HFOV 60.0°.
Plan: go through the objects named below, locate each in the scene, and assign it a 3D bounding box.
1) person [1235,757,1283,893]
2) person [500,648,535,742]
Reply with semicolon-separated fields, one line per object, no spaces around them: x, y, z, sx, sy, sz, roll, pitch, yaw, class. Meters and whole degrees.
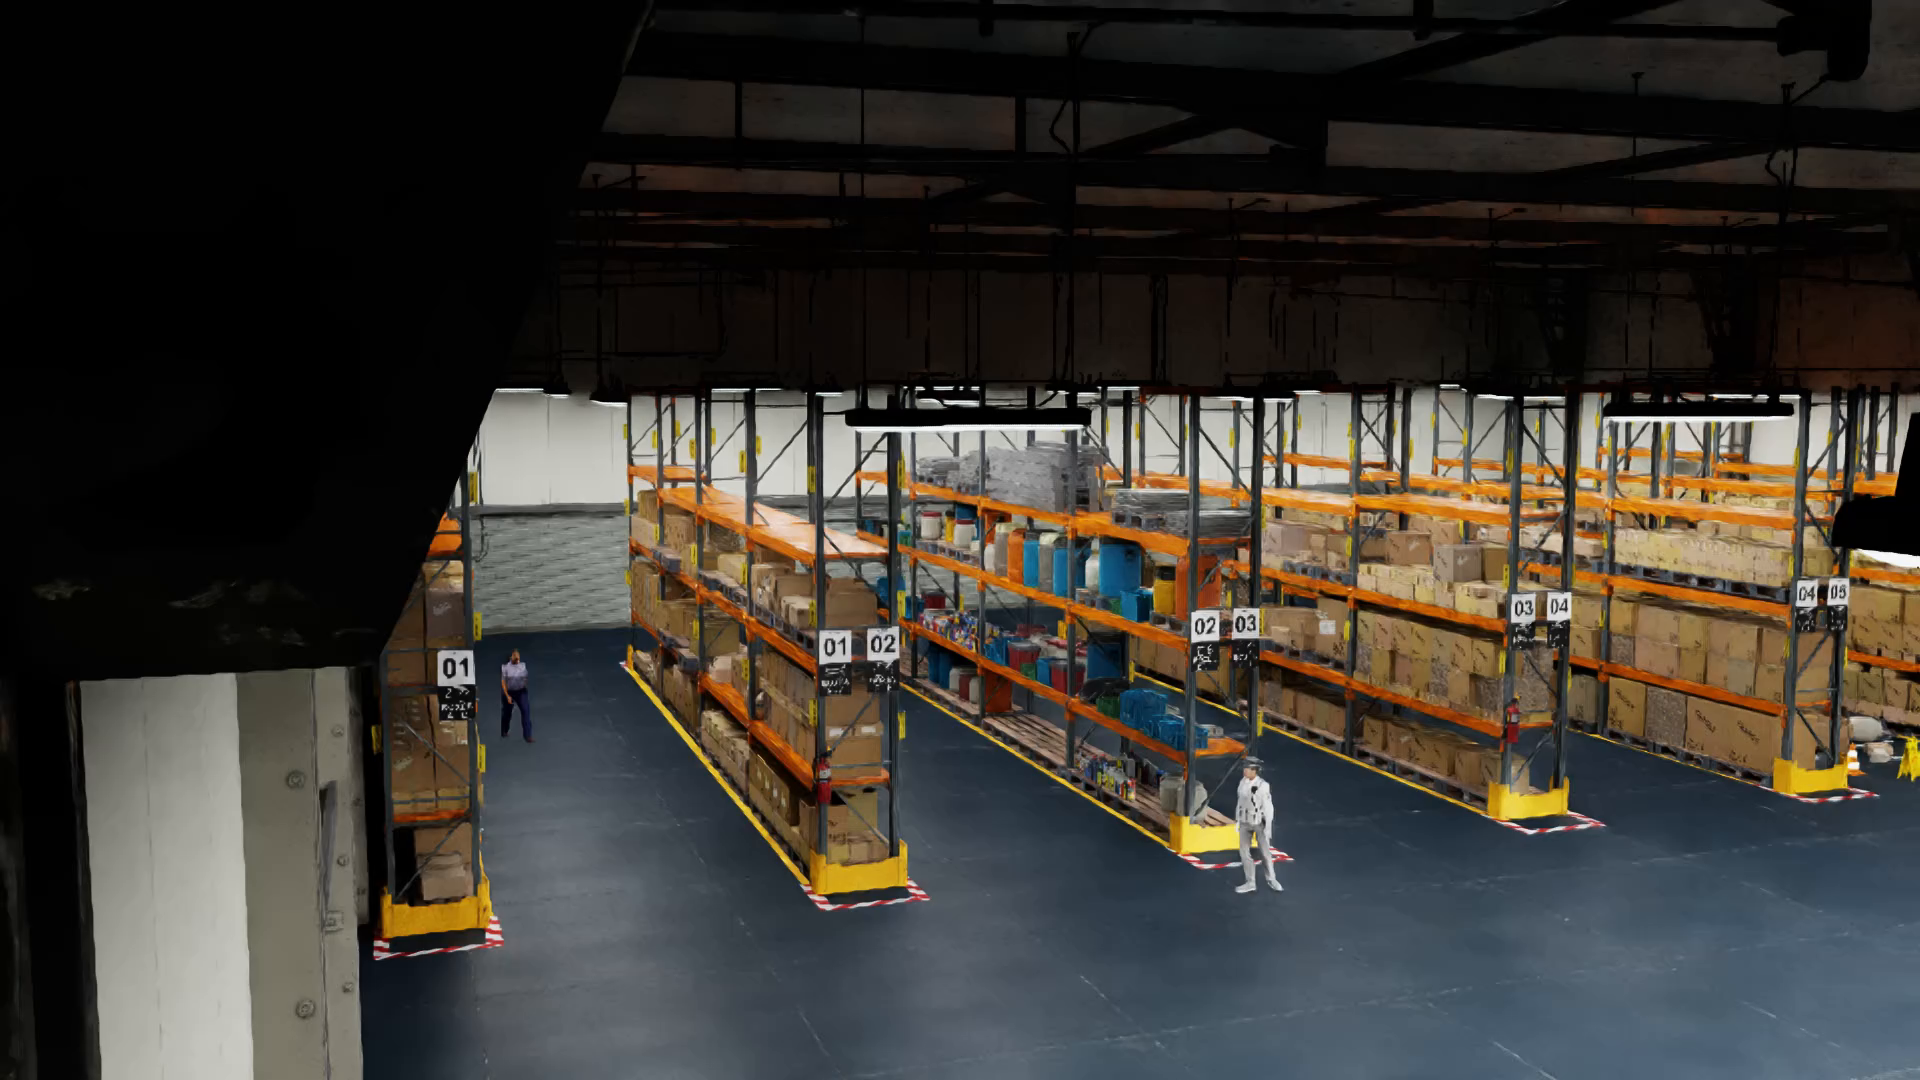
3.602;3.434;20.162;0.509;1.667;0.572;-6;8;-44;person
-7.568;2.665;28.246;0.477;1.487;0.999;-3;7;-27;person
